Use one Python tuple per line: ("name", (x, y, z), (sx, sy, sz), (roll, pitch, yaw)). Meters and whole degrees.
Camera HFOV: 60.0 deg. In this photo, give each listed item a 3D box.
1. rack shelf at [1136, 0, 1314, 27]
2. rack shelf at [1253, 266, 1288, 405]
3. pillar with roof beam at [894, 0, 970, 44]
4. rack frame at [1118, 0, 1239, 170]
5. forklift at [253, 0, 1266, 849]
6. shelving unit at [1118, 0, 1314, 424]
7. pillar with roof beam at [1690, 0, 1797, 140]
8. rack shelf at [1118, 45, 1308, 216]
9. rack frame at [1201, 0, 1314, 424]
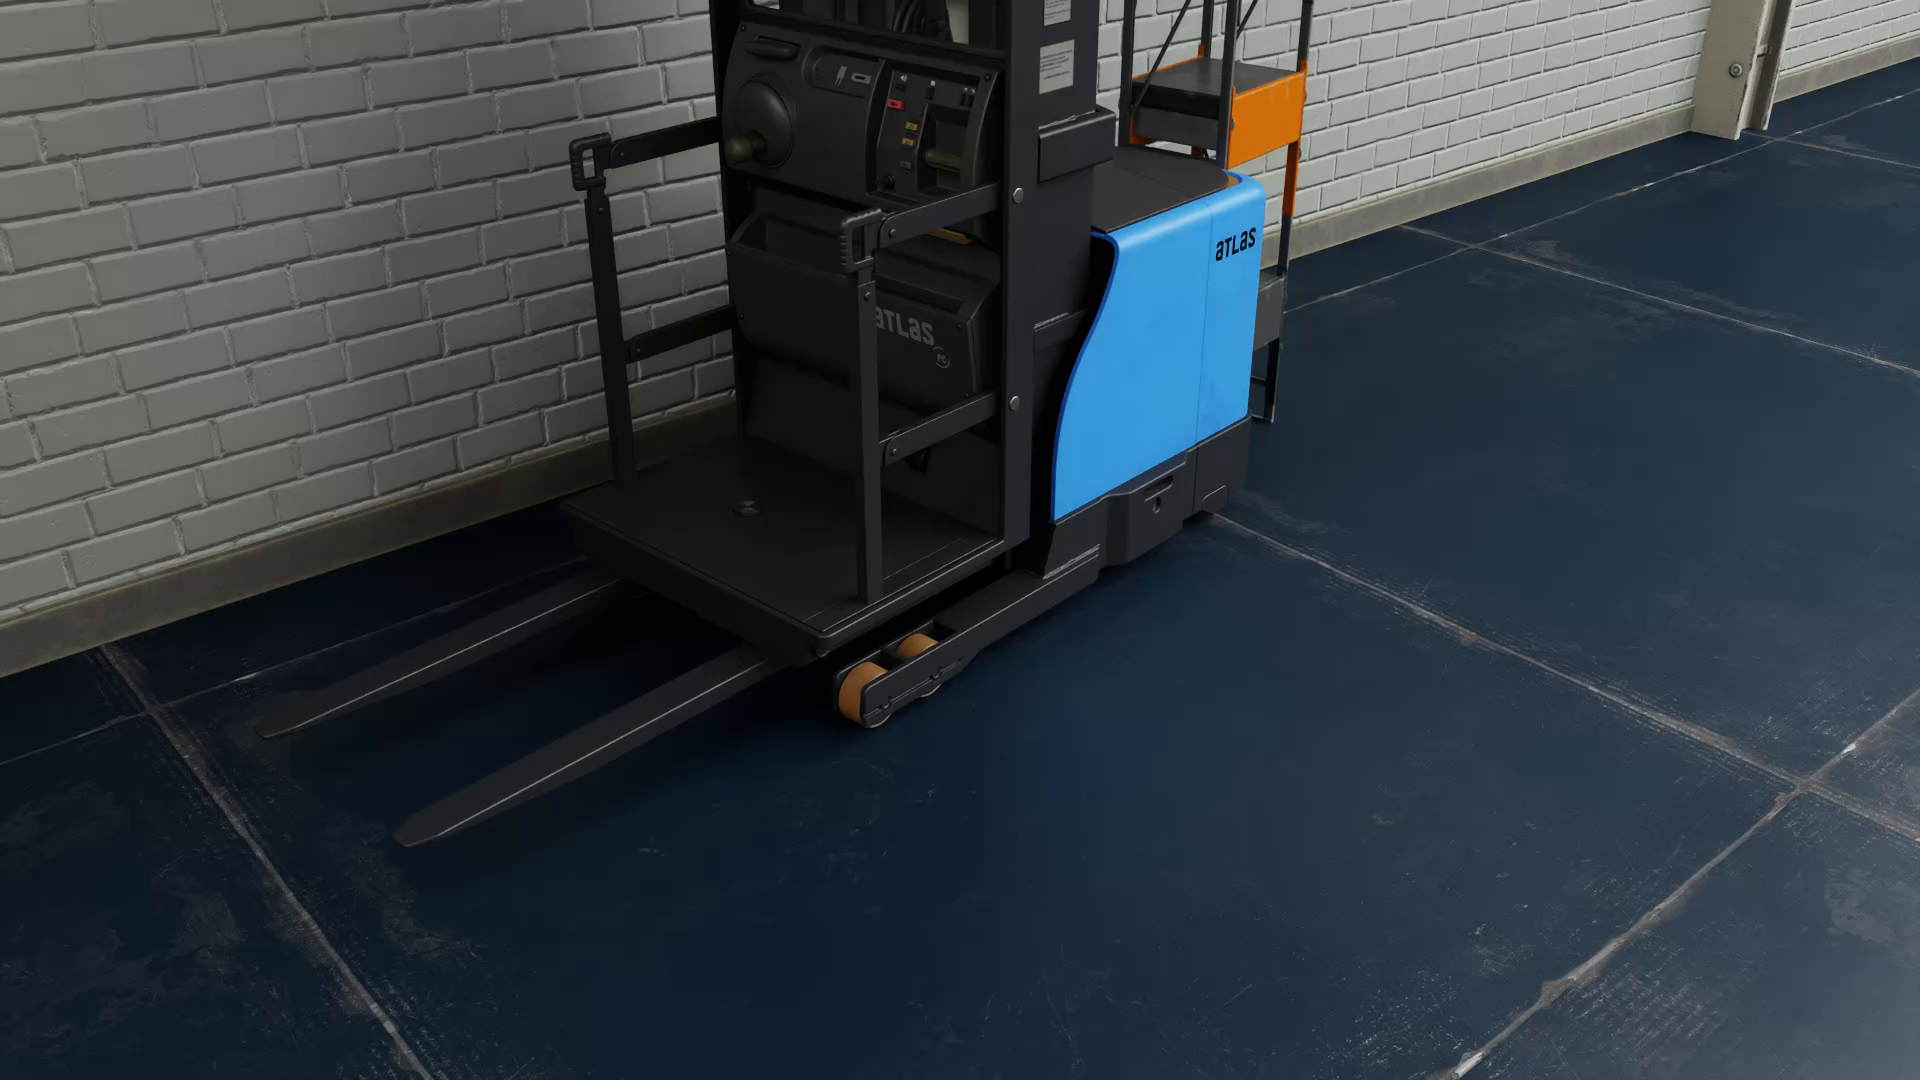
("rack shelf", (0.827, -1.923, 5.165), (0.431, 0.518, 0.480), (20, 34, 33))
("rack shelf", (0.827, -0.689, 5.825), (0.431, 0.518, 0.480), (20, 34, 33))
("pillar with roof beam", (2.729, -3.004, 1.324), (0.400, 9.000, 9.100), (-22, 35, -35))
("rack frame", (0.676, -1.228, 5.319), (0.400, 2.100, 0.015), (20, 34, 33))
("forklift", (-0.417, -1.074, 4.151), (1.130, 2.935, 3.031), (23, 36, 36))
("shelving unit", (0.827, -1.318, 5.488), (0.431, 2.100, 0.503), (20, 34, 33))
("pillar with roof beam", (7.293, -4.839, 4.758), (0.400, 9.000, 9.100), (-22, 35, -35))
("rack shelf", (0.827, -1.306, 5.495), (0.431, 0.518, 0.480), (20, 34, 33))
("rack frame", (0.978, -1.408, 5.657), (0.400, 2.100, 0.015), (20, 34, 33))
